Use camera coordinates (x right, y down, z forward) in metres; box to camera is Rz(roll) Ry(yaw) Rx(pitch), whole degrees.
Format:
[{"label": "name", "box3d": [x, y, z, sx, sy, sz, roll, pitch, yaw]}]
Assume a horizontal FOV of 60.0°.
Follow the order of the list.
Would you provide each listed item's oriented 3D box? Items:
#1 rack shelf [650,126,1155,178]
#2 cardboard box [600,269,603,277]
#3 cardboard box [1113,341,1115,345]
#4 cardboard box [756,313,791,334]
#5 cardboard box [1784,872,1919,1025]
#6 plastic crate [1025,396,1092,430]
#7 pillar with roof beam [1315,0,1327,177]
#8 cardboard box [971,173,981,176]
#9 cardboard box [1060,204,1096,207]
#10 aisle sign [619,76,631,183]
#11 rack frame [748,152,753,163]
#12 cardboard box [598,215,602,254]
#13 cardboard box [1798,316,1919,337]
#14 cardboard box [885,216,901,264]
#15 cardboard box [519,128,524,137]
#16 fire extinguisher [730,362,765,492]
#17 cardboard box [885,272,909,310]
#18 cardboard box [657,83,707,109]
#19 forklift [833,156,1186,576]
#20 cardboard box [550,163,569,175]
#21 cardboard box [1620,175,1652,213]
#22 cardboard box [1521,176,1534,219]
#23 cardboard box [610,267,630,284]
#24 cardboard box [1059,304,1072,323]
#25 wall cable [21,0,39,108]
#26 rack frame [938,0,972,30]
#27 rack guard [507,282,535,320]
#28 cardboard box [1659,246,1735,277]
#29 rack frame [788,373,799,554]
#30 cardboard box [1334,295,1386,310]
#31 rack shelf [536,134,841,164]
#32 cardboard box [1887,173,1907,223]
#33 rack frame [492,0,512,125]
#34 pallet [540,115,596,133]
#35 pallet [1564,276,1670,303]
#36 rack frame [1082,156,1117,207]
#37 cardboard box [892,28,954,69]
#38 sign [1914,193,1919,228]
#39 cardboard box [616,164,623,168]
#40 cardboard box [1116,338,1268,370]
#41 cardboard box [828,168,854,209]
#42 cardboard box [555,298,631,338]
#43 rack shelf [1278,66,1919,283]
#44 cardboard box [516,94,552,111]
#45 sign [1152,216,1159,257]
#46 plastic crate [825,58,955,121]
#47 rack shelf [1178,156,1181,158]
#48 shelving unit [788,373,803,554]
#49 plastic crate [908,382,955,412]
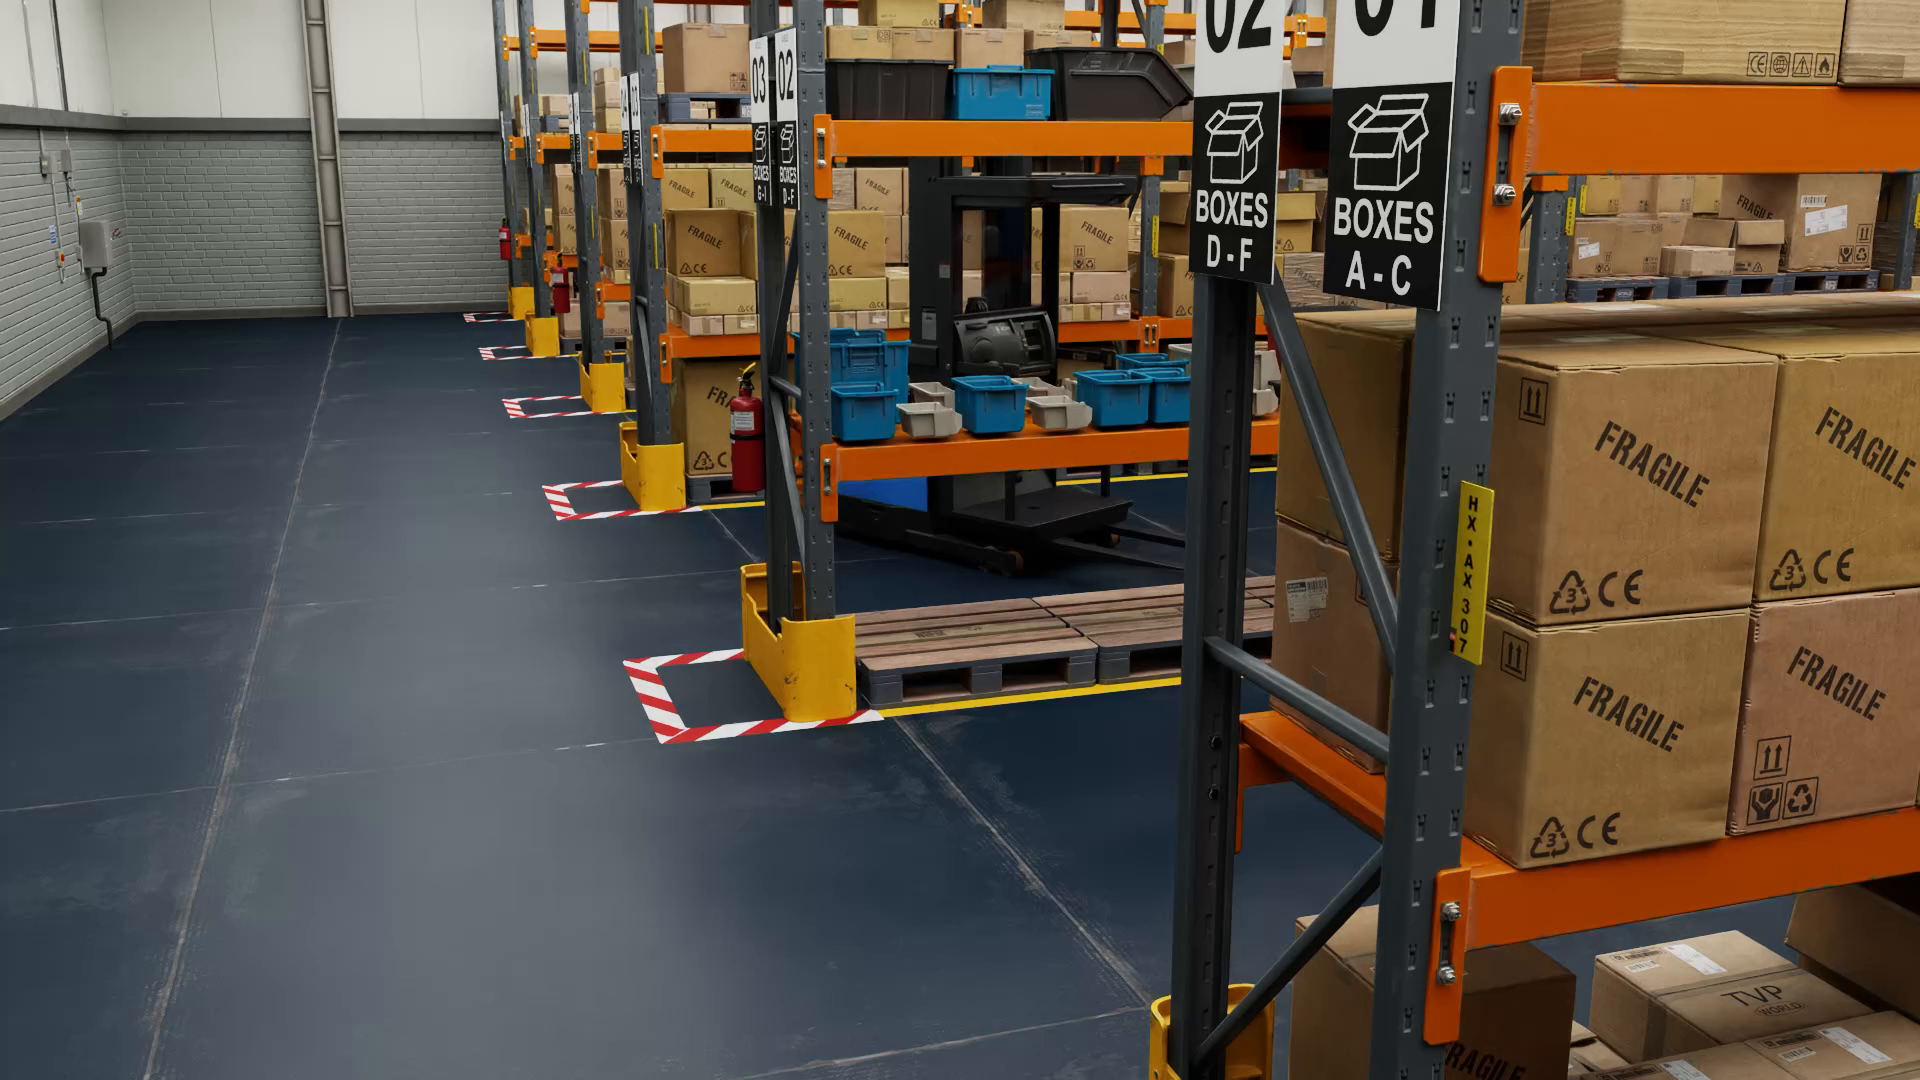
[{"label": "rack shelf", "box3d": [-0.502, -3.068, 13.131, 4.000, 0.370, 1.077, -4, 14, -18]}, {"label": "cardboard box", "box3d": [-5.712, -4.140, 27.060, 0.500, 0.500, 0.700, -4, 14, -16]}, {"label": "cardboard box", "box3d": [1.686, -2.267, 19.186, 0.500, 0.500, 0.500, -4, 14, -17]}, {"label": "cardboard box", "box3d": [-1.470, -1.681, 12.770, 0.250, 0.149, 0.380, -5, 14, -19]}, {"label": "cardboard box", "box3d": [2.771, 1.207, 4.530, 0.637, 0.503, 0.797, -4, 14, -18]}, {"label": "plastic crate", "box3d": [0.495, -0.627, 8.237, 0.298, 0.136, 0.250, -4, 14, -18]}, {"label": "pillar with roof beam", "box3d": [8.446, -8.374, 27.403, 0.400, 9.000, 9.100, -4, 14, -18]}, {"label": "cardboard box", "box3d": [0.179, -4.904, 23.400, 0.500, 0.500, 0.500, -5, 14, -19]}, {"label": "cardboard box", "box3d": [0.858, -2.563, 13.998, 0.500, 0.500, 0.500, -4, 14, -18]}, {"label": "aisle sign", "box3d": [-2.561, -3.136, 12.727, 0.004, 0.787, 0.394, -4, 14, -18]}, {"label": "rack frame", "box3d": [-3.353, -5.368, 27.728, 0.127, 3.000, 1.000, -4, 14, -18]}, {"label": "cardboard box", "box3d": [-4.541, -4.049, 21.967, 0.500, 0.500, 0.500, -5, 14, -19]}, {"label": "cardboard box", "box3d": [2.232, -0.224, 3.726, 0.500, 0.500, 0.500, -4, 14, -17]}, {"label": "cardboard box", "box3d": [-0.953, -3.259, 18.003, 0.500, 0.500, 0.500, -5, 14, -20]}, {"label": "cardboard box", "box3d": [-6.768, -6.382, 26.054, 0.250, 0.149, 0.380, -4, 14, -17]}, {"label": "fire extinguisher", "box3d": [-1.105, -0.594, 8.631, 0.183, 0.674, 0.296, -4, 14, -18]}, {"label": "cardboard box", "box3d": [-0.395, -1.975, 13.144, 0.500, 0.250, 0.500, -5, 14, -19]}, {"label": "cardboard box", "box3d": [-2.890, -4.550, 17.051, 0.500, 0.250, 0.500, -5, 14, -19]}, {"label": "forklift", "box3d": [0.458, -1.328, 10.892, 3.031, 2.935, 1.130, 12, 18, 41]}, {"label": "cardboard box", "box3d": [-5.282, -4.905, 22.005, 0.250, 0.149, 0.380, -4, 14, -17]}, {"label": "cardboard box", "box3d": [8.335, -4.476, 21.320, 0.550, 0.550, 0.875, -4, 14, -18]}, {"label": "cardboard box", "box3d": [7.021, -4.289, 20.815, 0.500, 0.500, 0.700, -5, 14, -19]}, {"label": "cardboard box", "box3d": [-3.472, -2.736, 17.206, 0.250, 0.149, 0.380, -5, 14, -19]}, {"label": "cardboard box", "box3d": [0.722, -1.852, 13.488, 0.250, 0.149, 0.380, -5, 14, -19]}, {"label": "wall cable", "box3d": [-10.859, -6.421, 19.193, 0.029, 3.000, 0.463, -4, 14, -18]}, {"label": "rack frame", "box3d": [-0.092, -6.120, 17.926, 0.127, 3.000, 1.000, -4, 14, -18]}, {"label": "rack guard", "box3d": [-7.072, -3.862, 26.800, 0.348, 0.500, 1.175, -4, 14, -18]}, {"label": "cardboard box", "box3d": [6.847, -2.606, 15.533, 0.500, 0.250, 0.500, -5, 14, -20]}, {"label": "rack frame", "box3d": [-1.123, -0.514, 11.212, 0.006, 1.200, 0.240, -3, 14, -8]}, {"label": "cardboard box", "box3d": [3.348, -2.247, 14.393, 0.500, 0.500, 0.500, -4, 14, -17]}, {"label": "rack shelf", "box3d": [-3.662, -5.241, 22.268, 4.000, 0.370, 1.077, -4, 14, -18]}, {"label": "cardboard box", "box3d": [9.484, -3.354, 16.241, 0.500, 0.500, 0.500, -4, 14, -18]}, {"label": "rack frame", "box3d": [-7.144, -7.991, 25.793, 0.127, 3.000, 1.000, -4, 14, -18]}, {"label": "pallet", "box3d": [-4.858, -5.458, 21.815, 1.213, 0.211, 1.003, -4, 14, -18]}, {"label": "pallet", "box3d": [5.826, -2.384, 15.598, 1.003, 0.211, 1.213, -4, 14, -18]}, {"label": "rack frame", "box3d": [2.024, -4.575, 24.394, 0.127, 3.000, 1.000, -4, 14, -18]}, {"label": "cardboard box", "box3d": [-0.380, -3.750, 13.104, 0.500, 0.500, 0.700, -4, 14, -16]}, {"label": "sign", "box3d": [9.157, -3.138, 15.853, 0.005, 0.325, 0.100, -4, 14, -18]}, {"label": "cardboard box", "box3d": [-4.381, -4.853, 21.784, 0.250, 0.149, 0.380, -5, 14, -20]}, {"label": "cardboard box", "box3d": [1.994, -1.328, 14.429, 0.875, 0.875, 1.225, -4, 14, -18]}, {"label": "cardboard box", "box3d": [-1.429, -3.713, 17.752, 0.500, 0.500, 0.500, -4, 14, -17]}, {"label": "cardboard box", "box3d": [-4.964, -3.013, 22.456, 0.875, 0.438, 0.875, -5, 14, -20]}, {"label": "rack shelf", "box3d": [2.654, -0.895, 3.995, 4.000, 0.370, 1.077, -4, 14, -18]}, {"label": "cardboard box", "box3d": [-6.644, -6.825, 25.971, 0.500, 0.250, 0.500, -5, 14, -19]}, {"label": "sign", "box3d": [1.572, -2.444, 13.395, 0.005, 0.325, 0.100, -4, 14, -18]}, {"label": "plastic crate", "box3d": [-0.364, -2.088, 7.738, 0.590, 0.269, 0.497, -4, 14, -18]}, {"label": "rack shelf", "box3d": [2.333, -6.920, 29.326, 4.000, 0.370, 1.077, -4, 14, -18]}, {"label": "shelving unit", "box3d": [-1.032, -0.520, 11.225, 0.189, 1.200, 0.258, -3, 14, -8]}, {"label": "plastic crate", "box3d": [-0.102, -0.725, 8.651, 0.243, 0.136, 0.396, -4, 14, -18]}]
